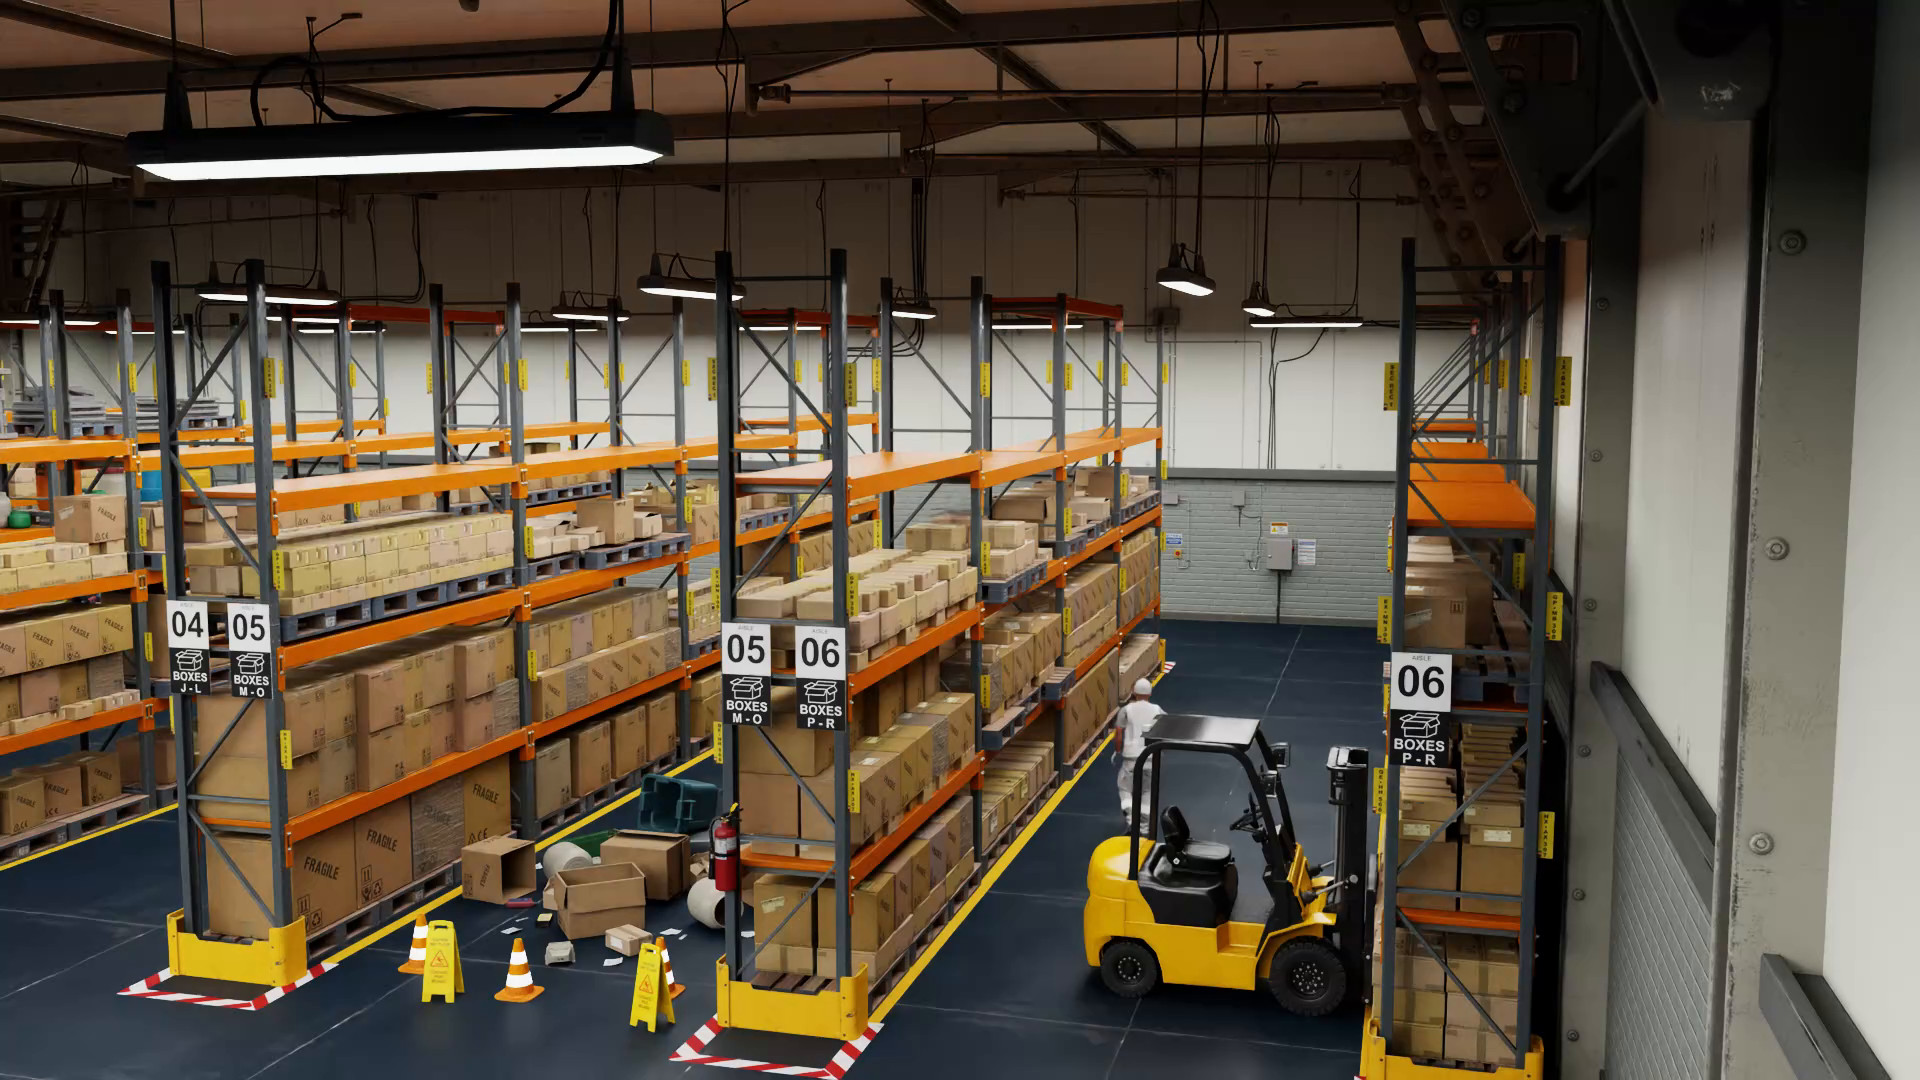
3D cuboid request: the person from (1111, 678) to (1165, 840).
[{"bbox_3d":[1.970,2.401,18.139,0.620,1.728,0.725,0,6,-1],"label":"person"}]
